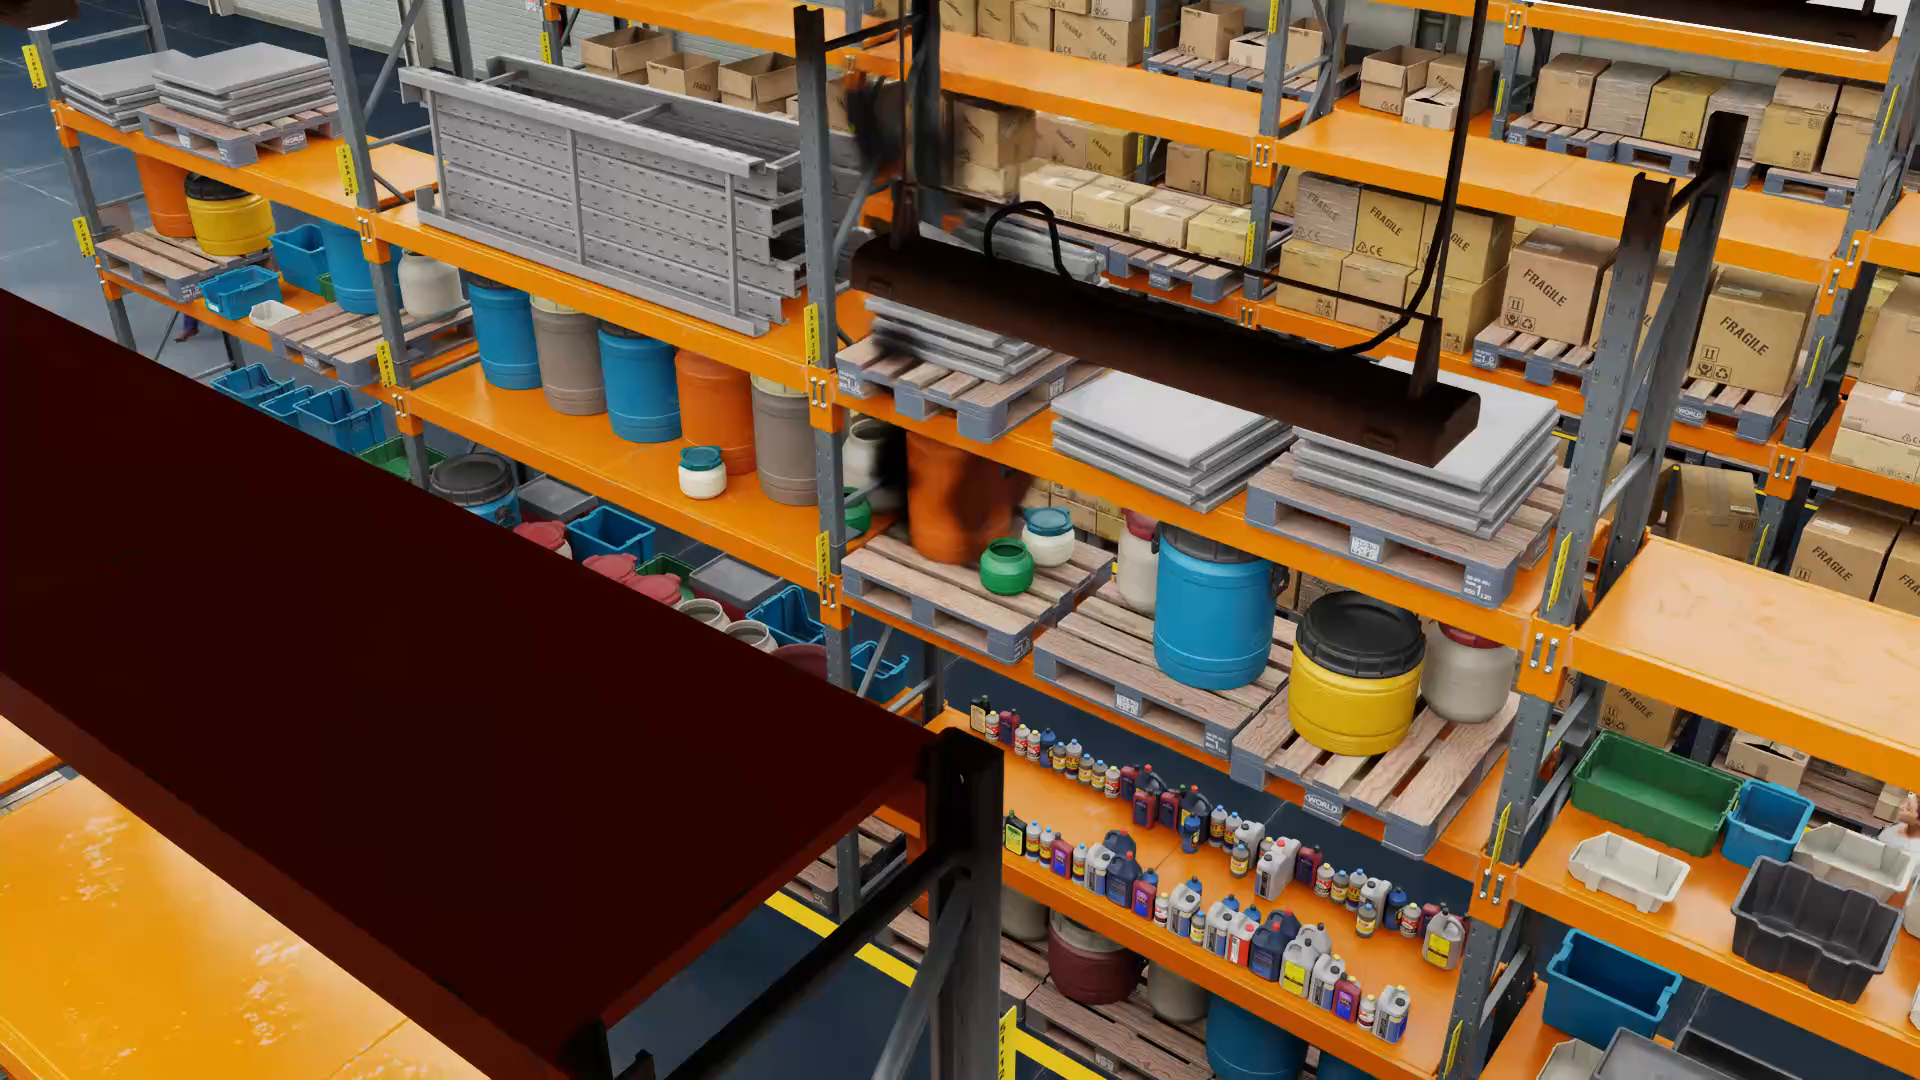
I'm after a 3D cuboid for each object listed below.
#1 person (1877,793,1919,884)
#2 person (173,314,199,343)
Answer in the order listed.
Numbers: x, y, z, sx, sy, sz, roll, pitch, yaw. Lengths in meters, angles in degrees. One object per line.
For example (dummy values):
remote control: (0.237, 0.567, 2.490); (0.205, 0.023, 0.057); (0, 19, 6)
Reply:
person: (5.634, 2.188, 10.112); (0.720, 1.703, 0.541); (10, 33, 16)
person: (-8.635, -3.134, 18.822); (0.925, 1.654, 0.577); (-19, 36, -29)
